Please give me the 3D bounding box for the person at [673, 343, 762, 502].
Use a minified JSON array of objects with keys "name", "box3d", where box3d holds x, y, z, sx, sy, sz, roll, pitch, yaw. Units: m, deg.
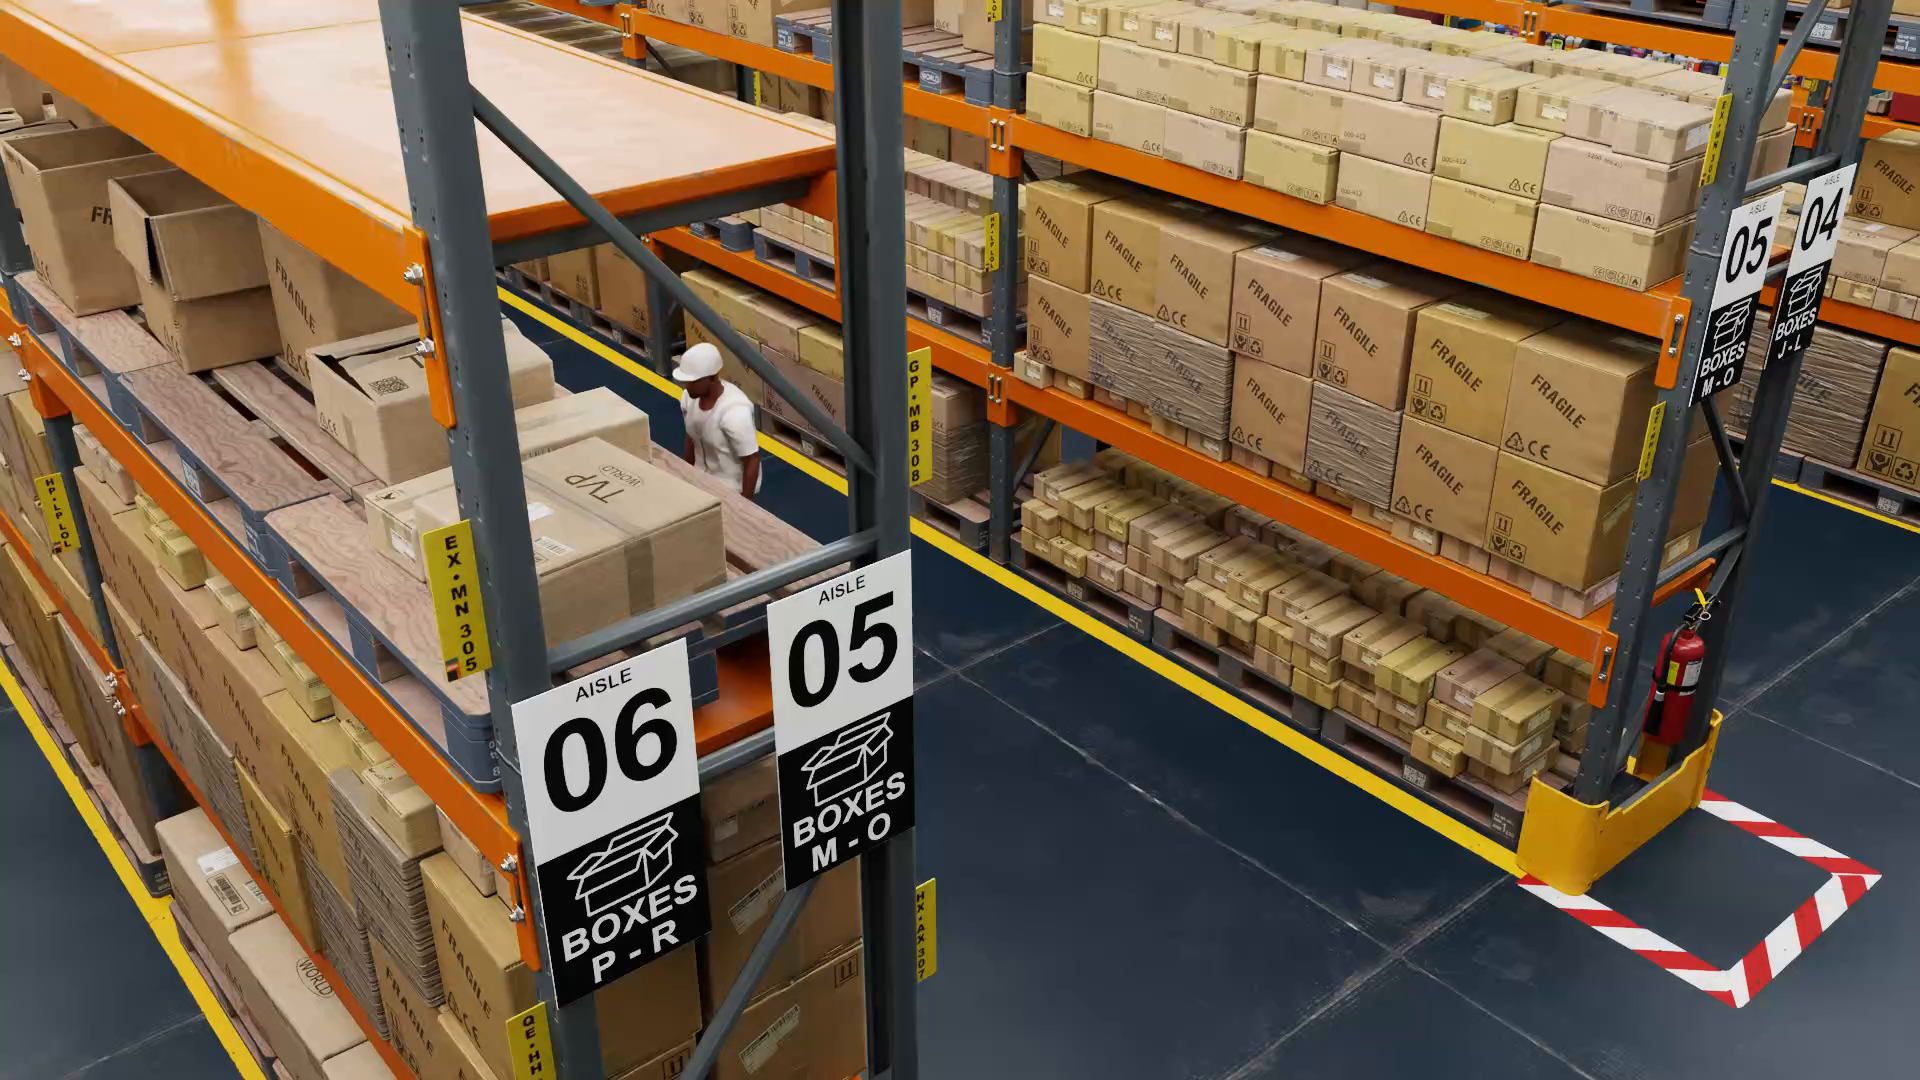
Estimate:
[{"name":"person","box3d":[-1.356,-0.292,9.324,0.456,1.760,0.613,-23,36,-37]}]
